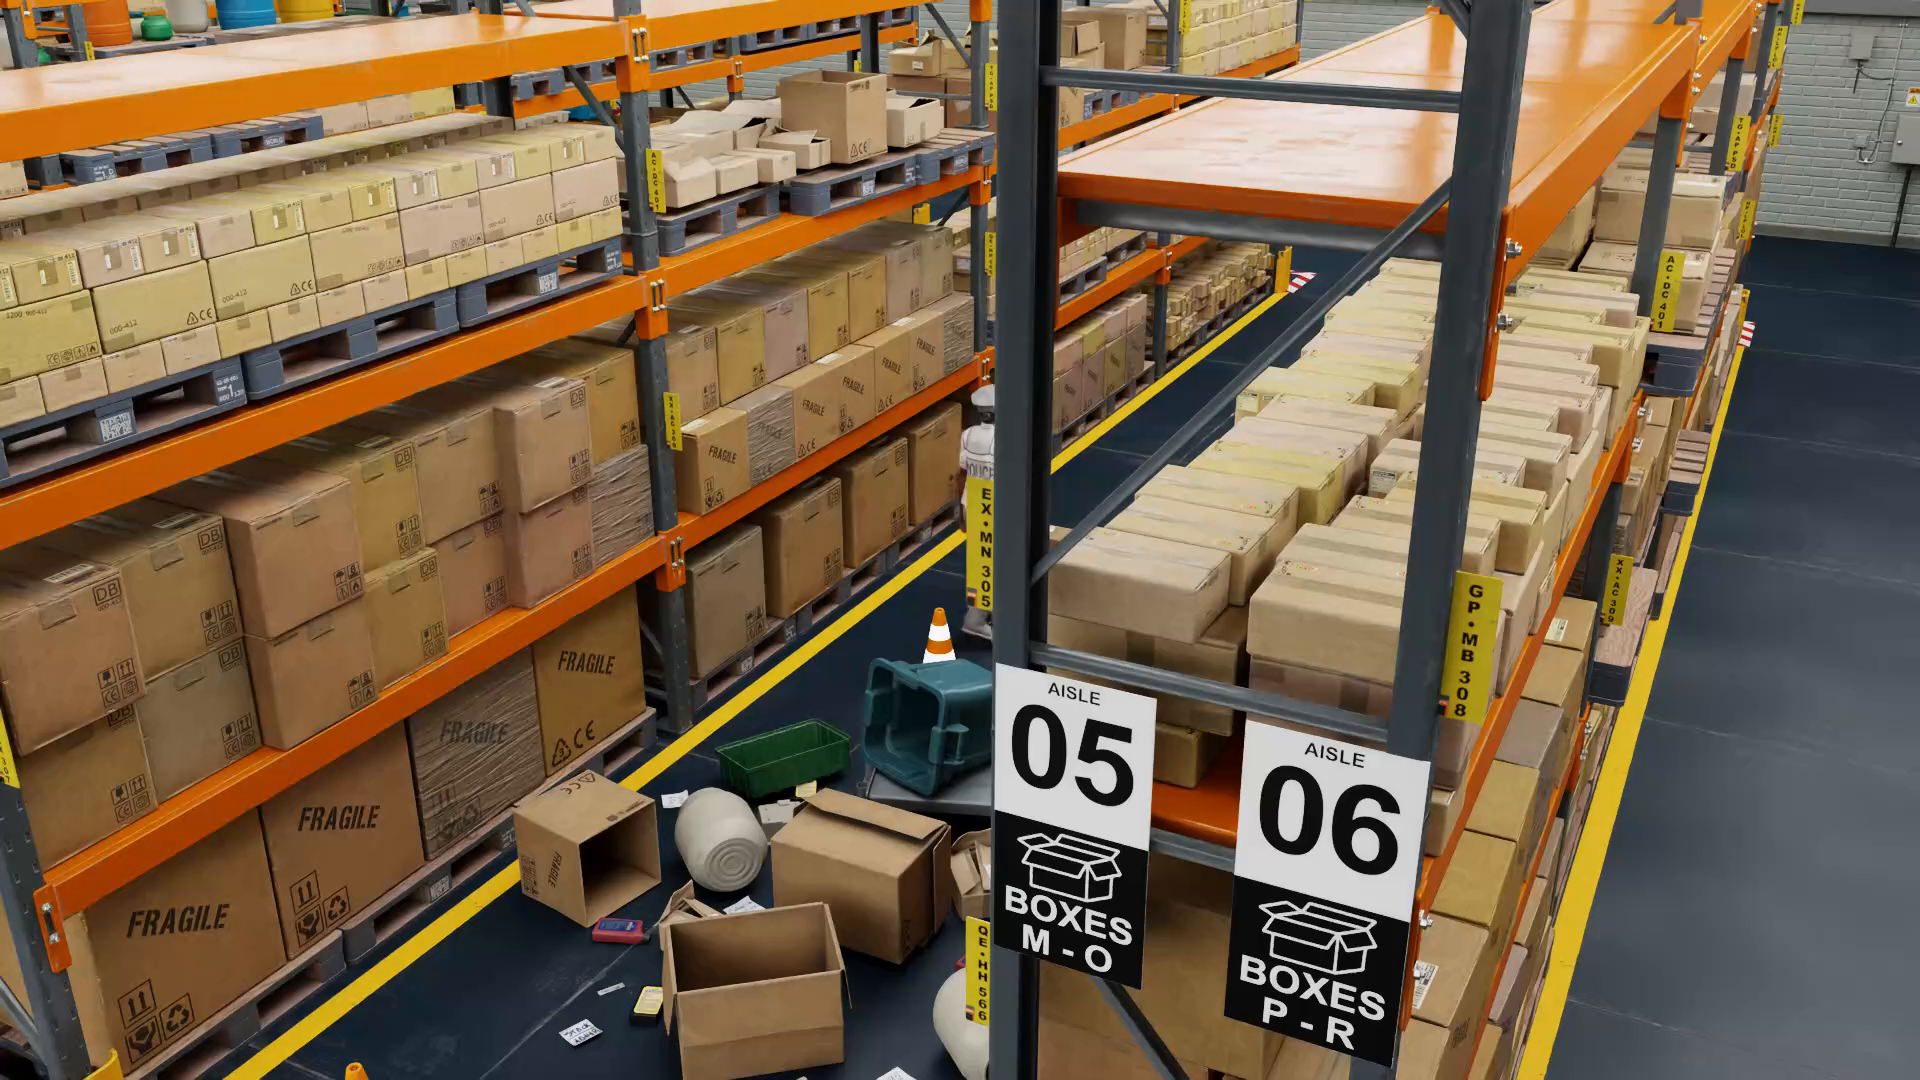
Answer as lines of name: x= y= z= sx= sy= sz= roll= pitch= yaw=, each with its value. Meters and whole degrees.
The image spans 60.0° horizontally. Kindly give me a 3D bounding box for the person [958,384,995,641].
person: x=0.156 y=-0.158 z=10.959 sx=0.515 sy=1.663 sz=0.550 roll=19 pitch=30 yaw=38
